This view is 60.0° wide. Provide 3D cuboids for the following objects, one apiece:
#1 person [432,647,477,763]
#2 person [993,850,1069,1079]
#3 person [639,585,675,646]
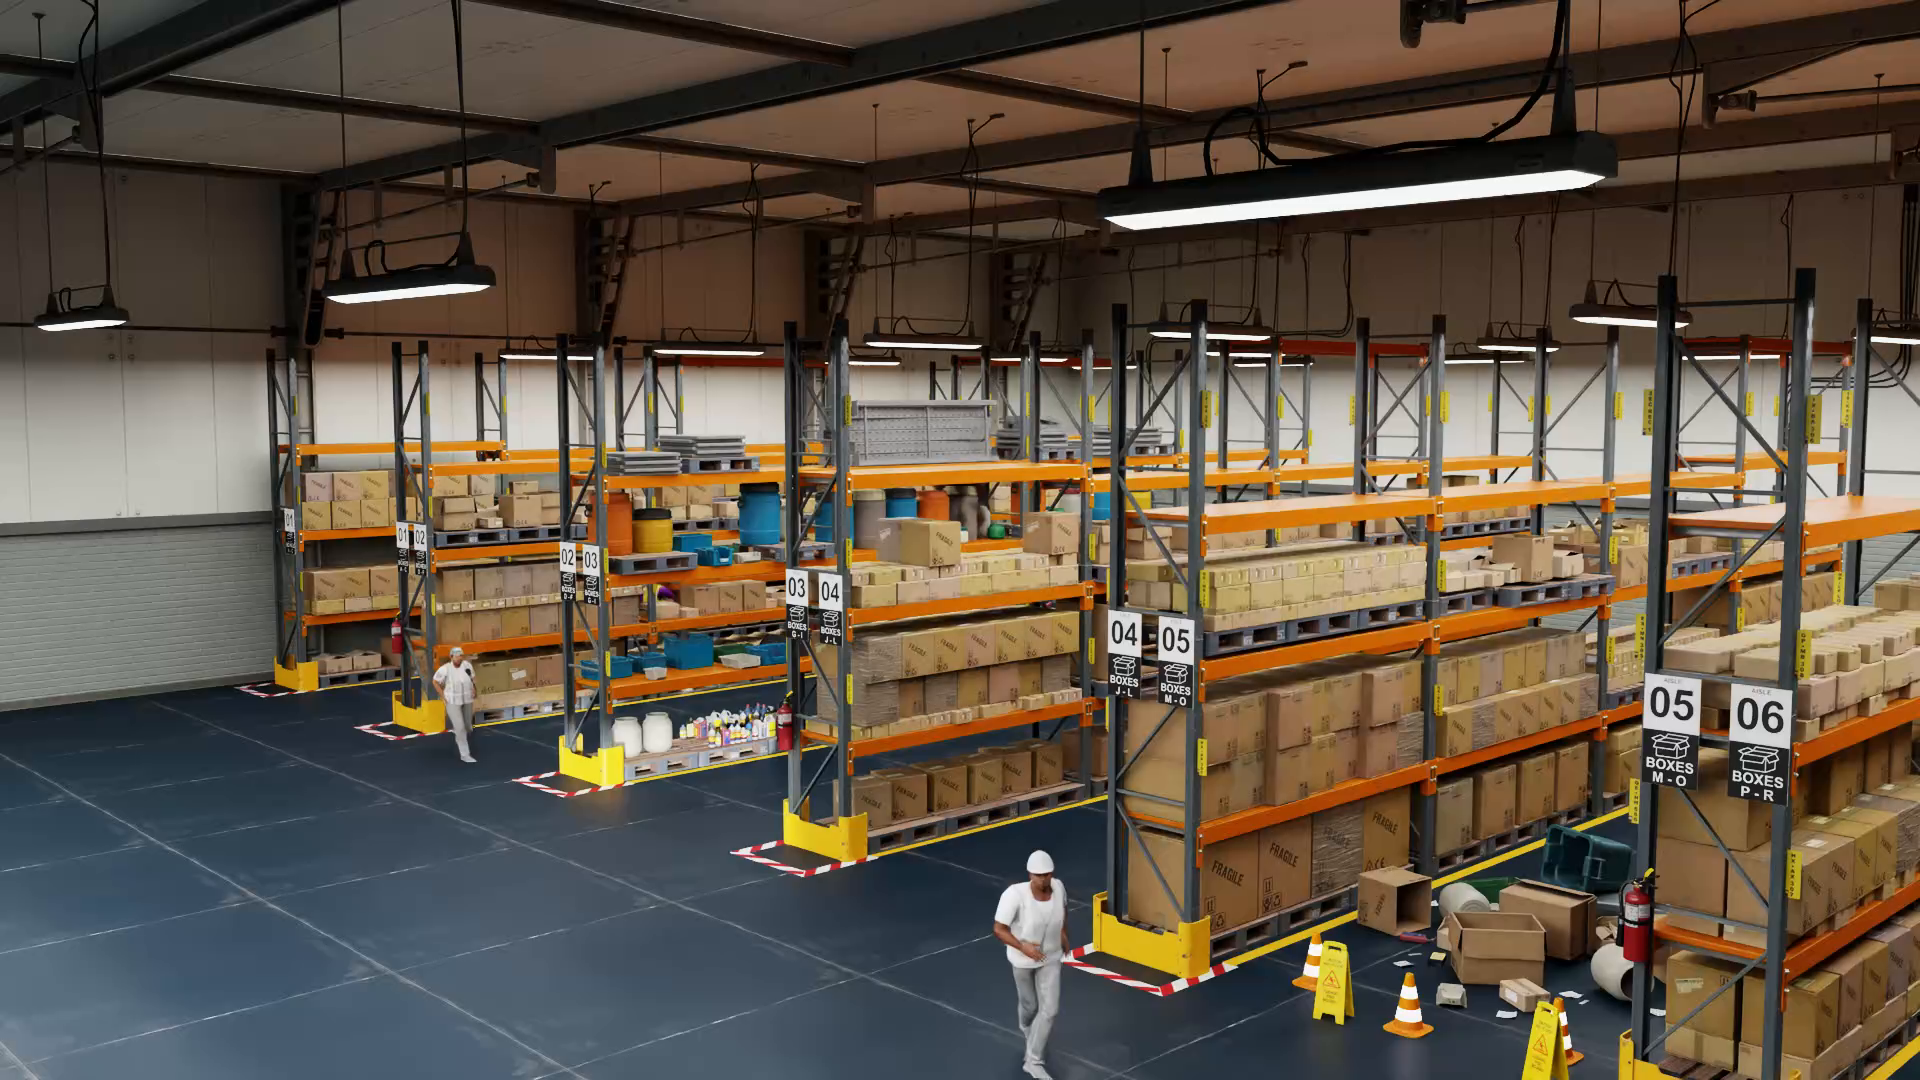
[{"bbox_3d":[-7.167,2.305,23.606,0.624,1.642,0.822,-3,6,-32],"label":"person"},{"bbox_3d":[0.532,3.190,12.745,0.662,1.736,0.848,-1,5,-14],"label":"person"},{"bbox_3d":[-5.959,1.500,32.252,0.654,1.786,0.811,4,7,41],"label":"person"}]
